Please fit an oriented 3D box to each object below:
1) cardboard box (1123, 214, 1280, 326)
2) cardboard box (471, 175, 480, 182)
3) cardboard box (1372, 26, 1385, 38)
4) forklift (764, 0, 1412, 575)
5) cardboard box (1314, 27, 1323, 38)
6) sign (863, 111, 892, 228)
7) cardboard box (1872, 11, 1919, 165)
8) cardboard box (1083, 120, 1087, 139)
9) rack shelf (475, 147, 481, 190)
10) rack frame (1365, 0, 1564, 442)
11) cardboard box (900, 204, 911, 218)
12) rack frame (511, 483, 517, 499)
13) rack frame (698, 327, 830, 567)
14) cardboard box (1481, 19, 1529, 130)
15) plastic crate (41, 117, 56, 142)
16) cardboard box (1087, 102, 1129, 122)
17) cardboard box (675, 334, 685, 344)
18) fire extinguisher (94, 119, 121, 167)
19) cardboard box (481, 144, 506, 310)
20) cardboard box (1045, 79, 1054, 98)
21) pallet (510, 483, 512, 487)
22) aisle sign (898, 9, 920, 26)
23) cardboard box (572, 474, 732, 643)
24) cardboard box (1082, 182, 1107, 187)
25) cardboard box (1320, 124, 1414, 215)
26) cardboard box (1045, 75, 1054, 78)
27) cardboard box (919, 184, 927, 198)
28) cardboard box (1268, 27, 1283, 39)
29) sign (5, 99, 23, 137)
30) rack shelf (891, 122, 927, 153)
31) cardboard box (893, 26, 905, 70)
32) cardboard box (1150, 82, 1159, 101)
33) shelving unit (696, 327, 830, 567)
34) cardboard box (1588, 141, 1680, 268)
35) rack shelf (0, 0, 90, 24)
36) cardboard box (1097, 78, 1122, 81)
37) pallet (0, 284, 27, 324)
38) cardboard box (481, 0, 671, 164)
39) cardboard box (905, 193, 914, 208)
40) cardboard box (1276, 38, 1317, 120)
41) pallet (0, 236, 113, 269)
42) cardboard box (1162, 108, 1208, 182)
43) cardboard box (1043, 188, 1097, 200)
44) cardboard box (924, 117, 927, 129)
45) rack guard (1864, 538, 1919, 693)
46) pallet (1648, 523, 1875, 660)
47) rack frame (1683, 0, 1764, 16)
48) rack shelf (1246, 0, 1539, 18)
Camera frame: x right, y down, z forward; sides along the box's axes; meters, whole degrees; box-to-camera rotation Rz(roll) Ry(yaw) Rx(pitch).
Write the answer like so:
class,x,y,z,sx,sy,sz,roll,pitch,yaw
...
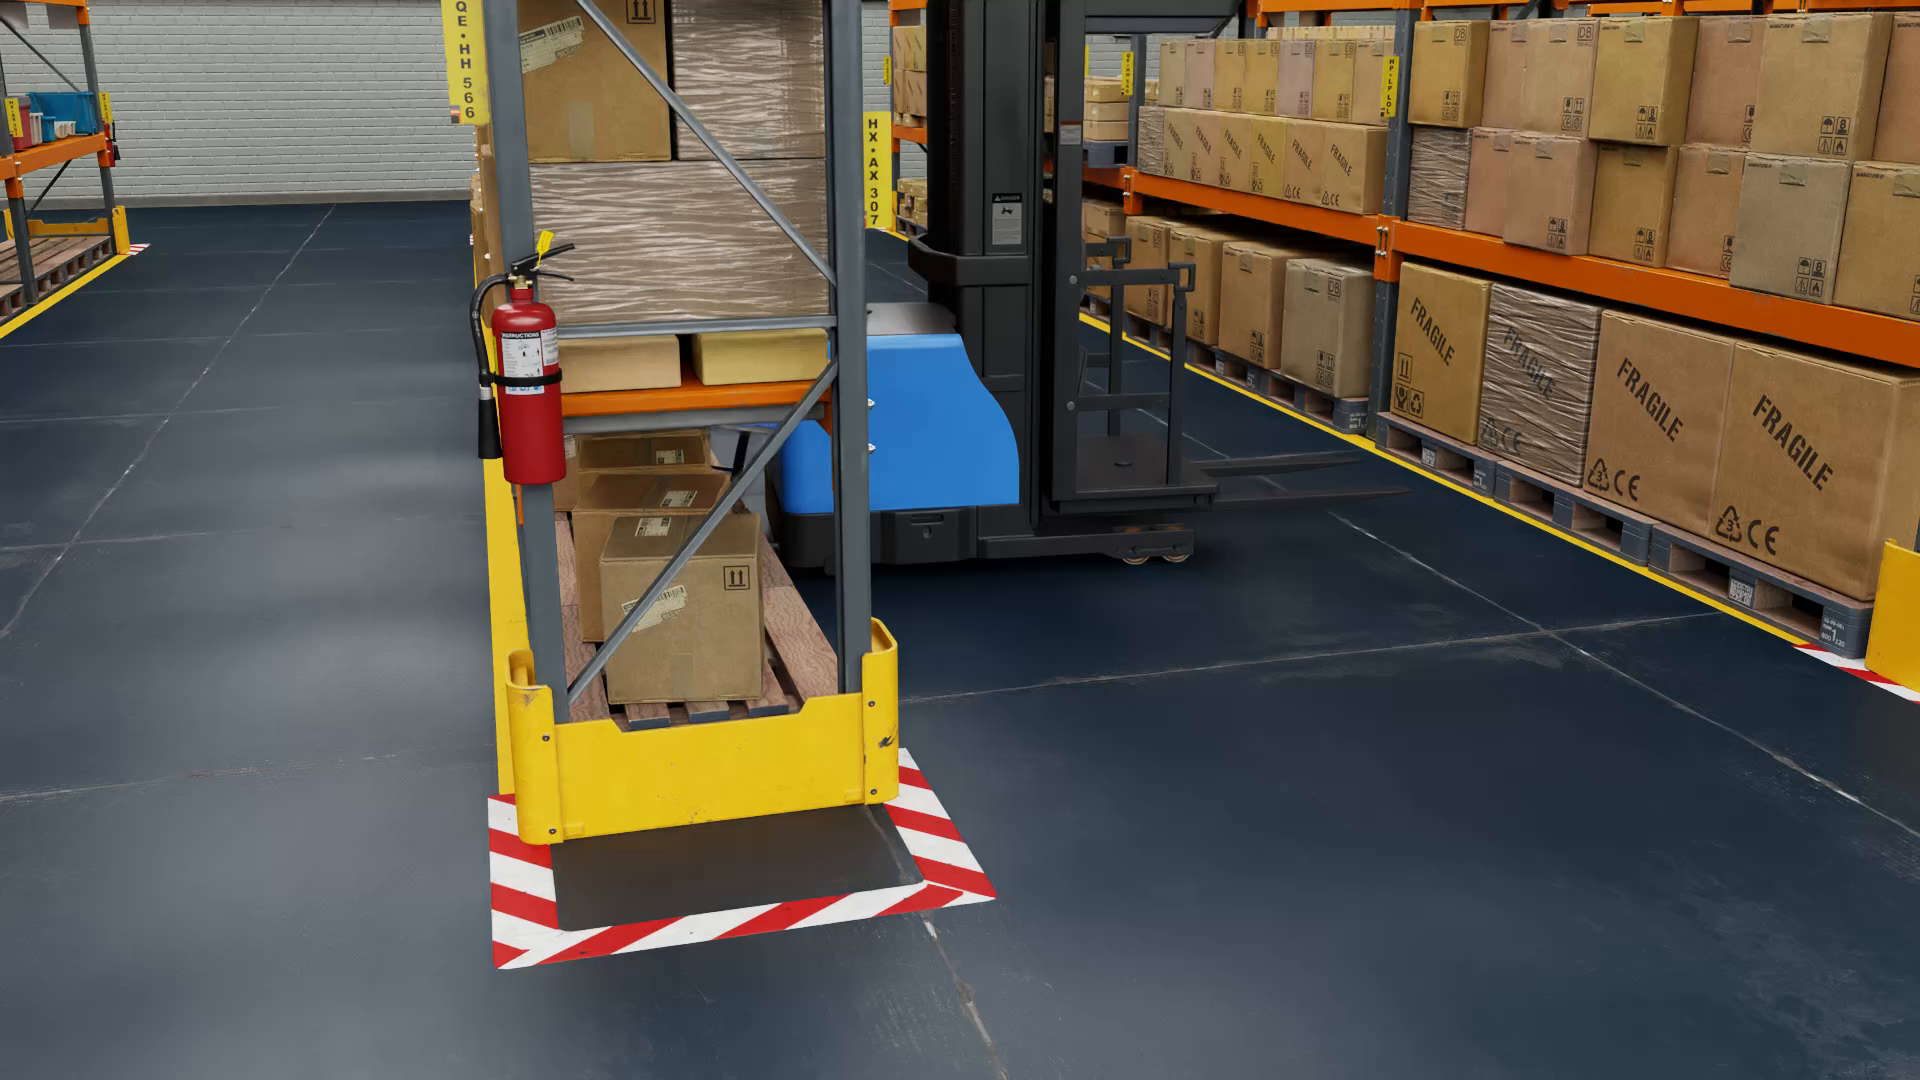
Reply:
class,x,y,z,sx,sy,sz,roll,pitch,yaw
cardboard box,1.912,-2.125,12.992,1.050,0.750,0.750,-5,17,-16
cardboard box,-3.869,-2.927,15.445,1.225,0.875,0.875,-5,17,-15
cardboard box,4.959,-5.820,19.073,0.380,0.149,0.250,-5,17,-16
forklift,0.614,-1.437,7.641,3.031,2.935,1.130,-3,17,-10
cardboard box,4.538,-6.166,20.226,0.380,0.149,0.250,-5,17,-15
sign,-0.245,-1.057,4.752,0.100,0.325,0.005,-5,17,-15
cardboard box,3.965,-1.658,6.121,0.875,0.550,0.550,-5,17,-15
cardboard box,1.188,-3.426,13.851,0.380,0.149,0.250,-5,17,-15
rack shelf,-3.515,-3.021,14.046,1.077,0.370,4.000,-5,17,-15
rack frame,2.931,-2.070,9.630,1.000,3.000,0.127,-5,17,-15
cardboard box,-0.531,-4.055,20.463,0.380,0.149,0.250,-4,17,-14
rack frame,-1.866,-1.706,8.417,1.000,3.000,0.127,-5,17,-15
rack frame,-0.843,-0.597,7.109,0.500,1.500,0.032,7,19,-22
cardboard box,3.262,-2.411,8.628,0.875,0.550,0.550,-5,17,-15
plastic crate,-9.115,-4.034,16.356,0.416,0.233,0.300,-5,17,-15
cardboard box,1.258,-3.501,13.581,0.380,0.149,0.250,-4,17,-14
cardboard box,-0.809,-0.785,5.789,0.380,0.149,0.250,-5,17,-15
fire extinguisher,-9.531,-4.496,18.487,0.296,0.674,0.183,-5,17,-15
cardboard box,-1.144,-1.073,5.619,0.875,0.500,0.500,-5,17,-15
cardboard box,0.903,-3.999,14.725,0.380,0.149,0.250,-4,17,-13
pallet,-2.081,-0.586,9.535,1.003,0.211,1.213,-5,17,-15
aisle sign,-0.675,-6.631,20.294,0.394,0.787,0.004,-5,17,-15
cardboard box,-1.119,0.060,6.154,0.500,0.500,0.500,0,17,-1
cardboard box,1.308,-3.317,16.092,0.500,0.250,0.500,-4,17,-13
cardboard box,2.530,-2.241,10.026,0.500,0.500,0.500,-5,17,-16
cardboard box,1.030,-4.553,16.568,0.380,0.149,0.250,-4,17,-13
cardboard box,-0.264,-4.130,19.678,0.380,0.149,0.250,-6,18,-18
cardboard box,4.196,-6.526,21.425,0.380,0.149,0.250,-4,17,-14
sign,-8.297,-3.703,14.584,0.100,0.325,0.005,-5,17,-15
rack shelf,0.183,-4.492,18.942,1.077,0.370,4.000,-5,17,-15
cardboard box,-0.499,-5.913,19.996,0.500,0.500,0.500,-5,17,-16
cardboard box,1.814,-3.760,13.927,0.380,0.149,0.250,-5,17,-17
shelving unit,-1.004,-0.783,7.554,0.538,1.500,1.048,7,19,-22
cardboard box,3.494,-1.593,7.781,0.875,0.550,0.500,-5,17,-15
rack shelf,-9.376,-5.173,15.994,1.077,0.370,4.000,-5,17,-15
cardboard box,1.463,-4.118,15.120,0.380,0.149,0.250,-5,17,-16
pallet,-8.655,-1.975,14.160,1.003,0.211,1.213,-5,17,-15
cardboard box,-1.155,-1.401,4.974,0.500,0.500,0.500,-5,17,-15
cardboard box,-0.449,-4.122,20.170,0.380,0.149,0.250,-5,17,-16
cardboard box,2.507,-3.016,10.866,0.700,0.500,0.500,-5,17,-15
pallet,-9.737,-3.067,17.795,1.003,0.211,1.213,-5,17,-15
cardboard box,1.838,-2.939,12.347,0.500,0.500,0.500,-5,17,-16
cardboard box,0.966,-3.132,15.477,0.500,0.250,0.500,-4,17,-13
cardboard box,-0.207,-4.870,19.387,0.380,0.149,0.250,-5,17,-16
rack guard,4.037,0.240,6.284,1.175,0.500,0.348,-5,17,-15
pallet,3.735,0.157,7.063,1.003,0.211,1.213,-5,17,-15
rack frame,6.563,-3.596,14.709,1.000,3.000,0.127,-5,17,-15
rack shelf,2.381,-3.715,11.143,1.077,0.370,4.000,-5,17,-15
